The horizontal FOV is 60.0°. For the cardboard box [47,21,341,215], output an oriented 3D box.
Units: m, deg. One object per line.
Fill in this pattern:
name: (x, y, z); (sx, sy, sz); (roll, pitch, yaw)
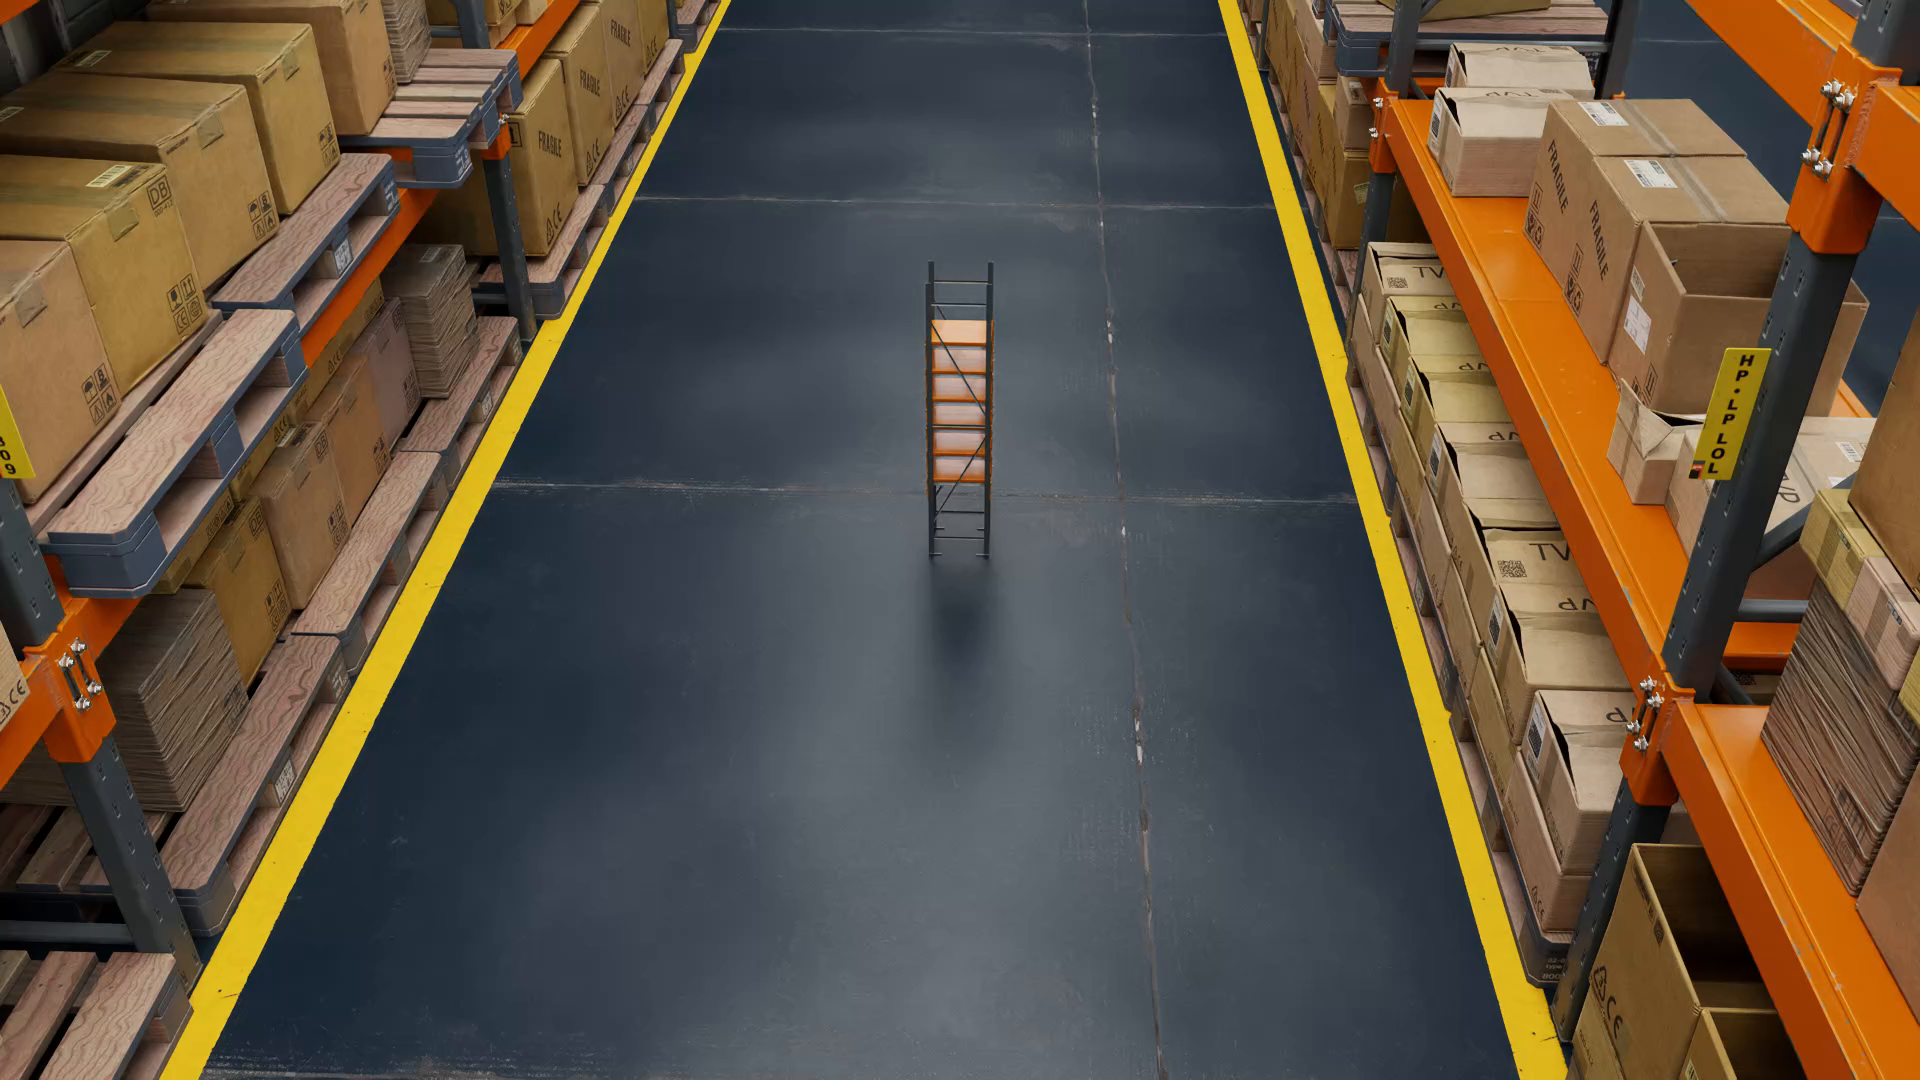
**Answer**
cardboard box: (-2.623, -1.465, 5.756); (0.700, 0.500, 0.500); (1, 35, 2)

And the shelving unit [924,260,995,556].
shelving unit: (-0.001, -0.483, 6.393); (0.258, 1.200, 0.189); (1, 35, 2)

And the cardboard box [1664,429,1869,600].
cardboard box: (2.179, -0.042, 4.332); (0.500, 0.250, 0.500); (3, 35, 5)

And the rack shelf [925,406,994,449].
rack shelf: (-0.001, -0.446, 6.419); (0.258, 0.103, 0.180); (1, 35, 2)

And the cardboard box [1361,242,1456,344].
cardboard box: (2.049, -1.100, 7.245); (0.500, 0.311, 0.500); (2, 35, 3)

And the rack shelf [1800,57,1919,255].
rack shelf: (2.122, 0.396, 1.594); (1.077, 0.370, 4.000); (1, 35, 2)

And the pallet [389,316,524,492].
pallet: (-2.619, -0.641, 7.478); (1.003, 0.211, 1.213); (1, 35, 2)

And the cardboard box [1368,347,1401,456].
cardboard box: (2.030, -0.582, 6.996); (0.500, 0.250, 0.500); (0, 35, 1)

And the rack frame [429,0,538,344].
rack frame: (-2.586, -2.230, 7.315); (1.000, 3.000, 0.127); (1, 35, 2)

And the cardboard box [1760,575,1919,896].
cardboard box: (2.191, 0.394, 3.493); (0.700, 0.500, 0.500); (0, 35, 1)

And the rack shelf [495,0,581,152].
rack shelf: (-2.506, -3.085, 9.157); (1.077, 0.370, 4.000); (1, 35, 2)

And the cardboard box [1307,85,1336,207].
cardboard box: (2.188, -2.115, 8.943); (0.500, 0.500, 0.500); (0, 35, 0)

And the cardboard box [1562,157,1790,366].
cardboard box: (2.291, -0.892, 5.324); (0.500, 0.500, 0.500); (1, 35, 2)

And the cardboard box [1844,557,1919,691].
cardboard box: (1.989, 0.168, 3.251); (0.380, 0.149, 0.250); (2, 35, 3)

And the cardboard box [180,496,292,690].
cardboard box: (-2.764, 0.189, 5.663); (0.700, 0.500, 0.500); (1, 35, 1)

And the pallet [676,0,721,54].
pallet: (-2.317, -3.823, 12.006); (1.003, 0.211, 1.213); (1, 35, 2)

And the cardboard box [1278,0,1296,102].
cardboard box: (2.251, -2.995, 10.193); (0.500, 0.500, 0.500); (2, 35, 3)

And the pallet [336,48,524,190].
pallet: (-2.509, -1.740, 6.784); (1.213, 0.211, 1.003); (1, 35, 2)

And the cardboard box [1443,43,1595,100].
cardboard box: (2.305, -1.874, 6.885); (0.500, 0.311, 0.500); (3, 35, 5)

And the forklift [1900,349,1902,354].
forklift: (4.596, -1.016, 5.647); (1.130, 2.935, 3.031); (1, 35, 1)

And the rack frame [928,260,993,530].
rack frame: (0.003, -0.535, 6.468); (0.240, 1.200, 0.006); (1, 35, 2)

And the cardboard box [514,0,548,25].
cardboard box: (-2.228, -2.615, 8.063); (0.380, 0.149, 0.250); (2, 35, 3)

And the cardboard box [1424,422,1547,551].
cardboard box: (1.993, -0.210, 5.978); (0.500, 0.311, 0.500); (1, 35, 1)

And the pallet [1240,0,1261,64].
pallet: (2.553, -3.670, 11.788); (1.003, 0.211, 1.213); (1, 35, 2)

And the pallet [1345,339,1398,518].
pallet: (2.291, -0.505, 7.285); (1.003, 0.211, 1.213); (1, 35, 2)

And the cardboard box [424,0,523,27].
cardboard box: (-2.311, -2.674, 7.584); (0.500, 0.500, 0.500); (2, 35, 3)

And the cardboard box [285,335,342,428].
cardboard box: (-2.664, -0.658, 6.217); (0.500, 0.250, 0.500); (1, 35, 2)

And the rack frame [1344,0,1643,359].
rack frame: (2.363, -2.118, 7.155); (1.000, 3.000, 0.127); (1, 35, 2)

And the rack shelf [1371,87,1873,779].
rack shelf: (2.283, -0.675, 5.727); (1.077, 0.370, 4.000); (1, 35, 2)

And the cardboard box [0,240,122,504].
cardboard box: (-2.693, -0.445, 4.305); (0.700, 0.500, 0.500); (1, 35, 2)

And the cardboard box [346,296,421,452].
cardboard box: (-2.700, -0.680, 6.900); (0.700, 0.500, 0.500); (1, 35, 2)

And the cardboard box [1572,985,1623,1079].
cardboard box: (1.881, 1.393, 4.186); (0.500, 0.250, 0.500); (1, 35, 2)

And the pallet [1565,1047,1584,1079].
pallet: (2.129, 1.777, 4.038); (1.003, 0.211, 1.213); (1, 35, 2)

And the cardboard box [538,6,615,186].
cardboard box: (-2.384, -2.445, 9.125); (0.750, 0.750, 0.750); (1, 35, 2)

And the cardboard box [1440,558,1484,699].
cardboard box: (1.972, 0.304, 5.735); (0.500, 0.250, 0.500); (2, 35, 3)

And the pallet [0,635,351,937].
pallet: (-2.717, 0.761, 5.483); (1.003, 0.211, 1.213); (1, 35, 2)

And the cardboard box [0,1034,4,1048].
cardboard box: (-2.739, 1.355, 4.295); (0.380, 0.166, 0.250); (-3, 35, -4)

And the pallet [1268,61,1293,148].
pallet: (2.529, -2.807, 10.561); (1.003, 0.211, 1.213); (1, 35, 2)

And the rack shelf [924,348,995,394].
rack shelf: (-0.001, -0.643, 6.281); (0.258, 0.103, 0.180); (1, 35, 2)

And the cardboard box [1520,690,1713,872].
cardboard box: (1.933, 0.664, 4.734); (0.500, 0.311, 0.500); (1, 35, 2)

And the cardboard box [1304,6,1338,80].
cardboard box: (2.201, -2.745, 9.187); (0.500, 0.250, 0.500); (1, 35, 1)
